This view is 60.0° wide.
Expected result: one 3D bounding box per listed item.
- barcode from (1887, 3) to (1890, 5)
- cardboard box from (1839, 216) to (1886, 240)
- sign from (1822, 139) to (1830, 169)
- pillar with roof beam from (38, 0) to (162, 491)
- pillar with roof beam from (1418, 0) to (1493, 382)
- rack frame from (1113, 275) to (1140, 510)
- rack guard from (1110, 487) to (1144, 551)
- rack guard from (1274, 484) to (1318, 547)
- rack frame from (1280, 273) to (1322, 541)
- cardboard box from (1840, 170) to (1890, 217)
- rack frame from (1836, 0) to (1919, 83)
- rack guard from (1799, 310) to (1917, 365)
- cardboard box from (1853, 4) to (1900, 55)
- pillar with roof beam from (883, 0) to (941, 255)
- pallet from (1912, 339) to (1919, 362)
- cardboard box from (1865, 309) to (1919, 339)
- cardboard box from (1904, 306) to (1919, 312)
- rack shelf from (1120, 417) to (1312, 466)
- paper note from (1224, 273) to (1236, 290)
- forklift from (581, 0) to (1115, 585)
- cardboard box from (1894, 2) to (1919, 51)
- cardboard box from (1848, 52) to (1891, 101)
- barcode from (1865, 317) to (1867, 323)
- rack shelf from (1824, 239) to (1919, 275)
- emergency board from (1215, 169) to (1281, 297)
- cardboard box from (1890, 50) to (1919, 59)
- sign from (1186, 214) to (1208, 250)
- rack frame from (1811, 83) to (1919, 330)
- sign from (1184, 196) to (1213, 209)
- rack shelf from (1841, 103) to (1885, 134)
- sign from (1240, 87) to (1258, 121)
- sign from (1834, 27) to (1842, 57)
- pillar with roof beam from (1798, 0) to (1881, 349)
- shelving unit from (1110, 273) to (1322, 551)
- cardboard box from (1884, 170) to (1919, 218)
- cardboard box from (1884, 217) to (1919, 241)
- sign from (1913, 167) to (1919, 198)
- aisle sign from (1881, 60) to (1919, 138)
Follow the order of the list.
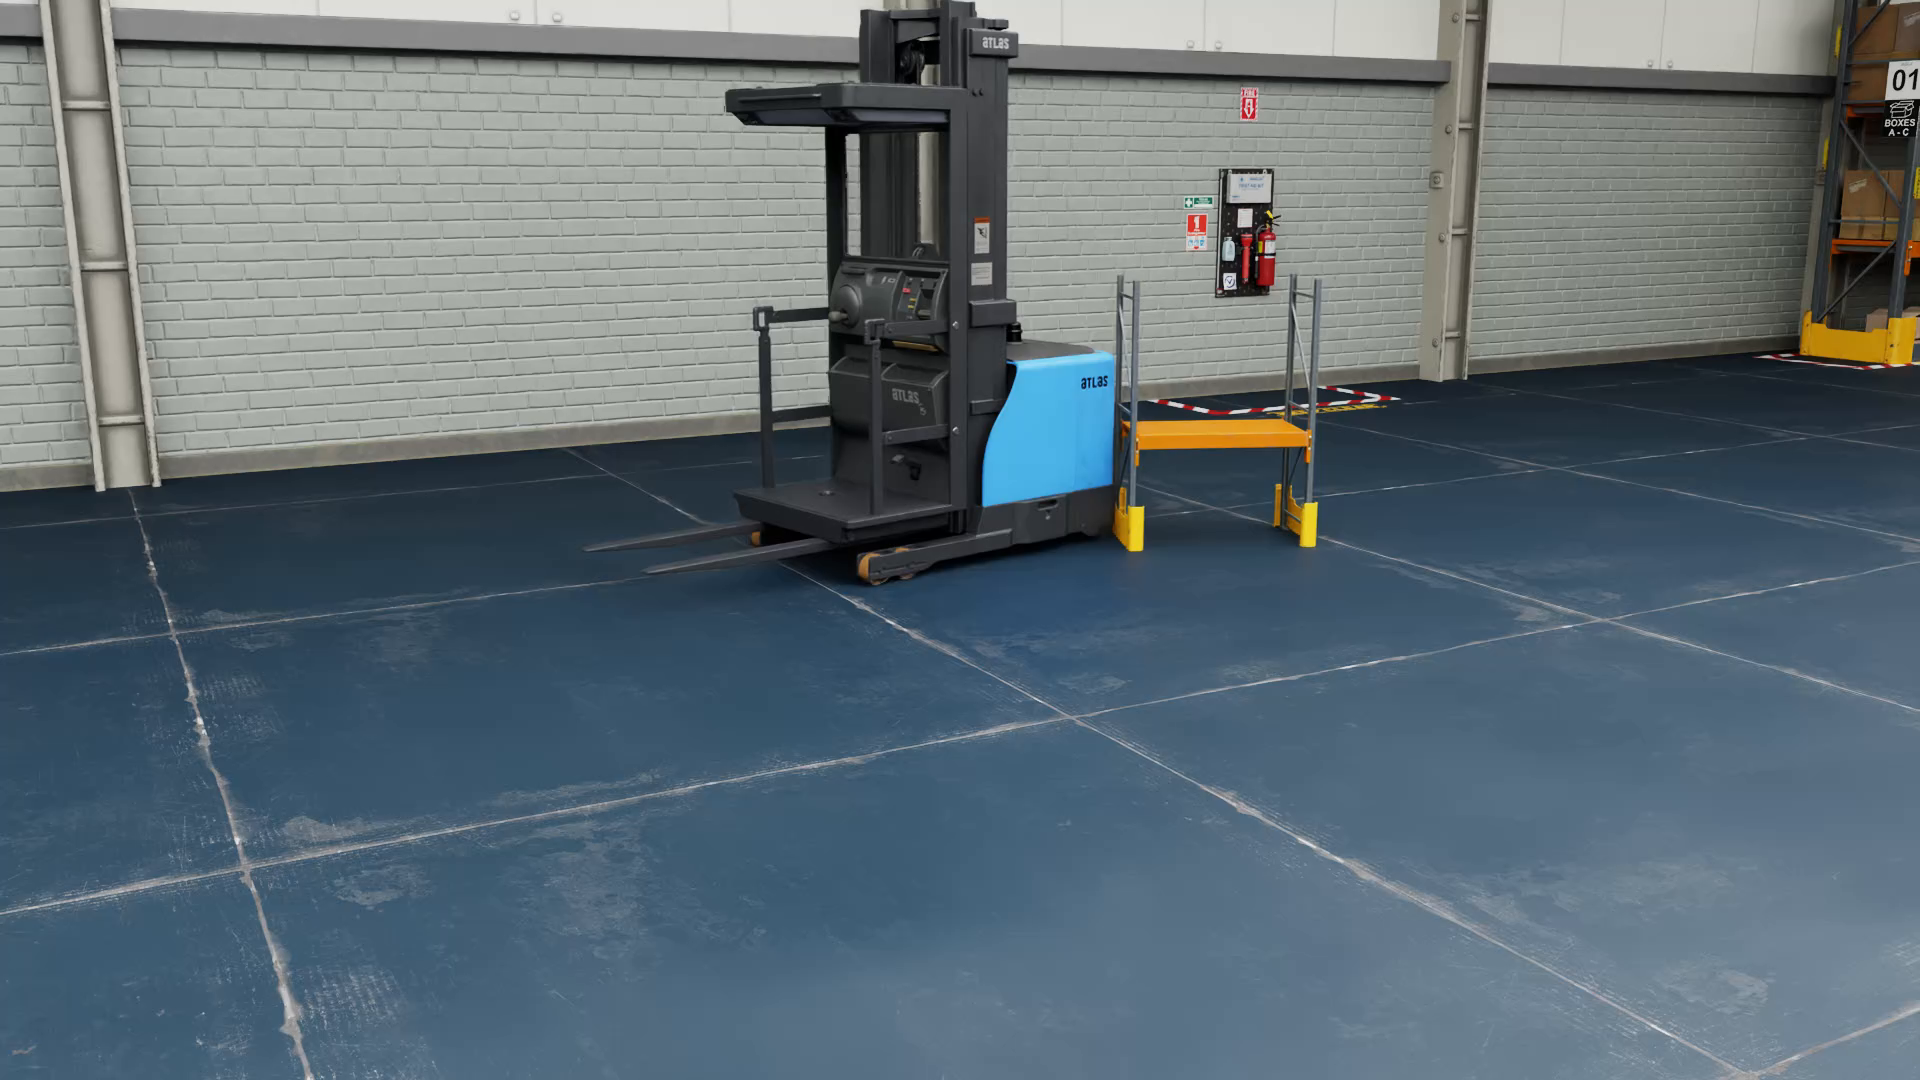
[{"bbox_3d":[10.344,-5.954,18.529,0.075,0.075,0.001,-7,14,-28],"label":"barcode"},{"bbox_3d":[10.278,-3.513,18.683,0.500,0.250,0.500,-7,14,-27],"label":"cardboard box"},{"bbox_3d":[9.712,-4.318,18.607,0.005,0.325,0.100,-7,14,-28],"label":"sign"},{"bbox_3d":[-3.576,-3.934,6.593,0.400,9.000,9.100,-7,14,-28],"label":"pillar with roof beam"},{"bbox_3d":[6.957,-5.196,12.203,0.400,9.000,9.100,-7,14,-28],"label":"pillar with roof beam"},{"bbox_3d":[0.942,-0.734,9.454,0.032,1.500,0.500,-1,13,-6],"label":"rack frame"},{"bbox_3d":[0.962,-0.125,9.593,0.087,0.250,0.587,-1,13,-6],"label":"rack guard"},{"bbox_3d":[1.953,-0.148,9.690,0.087,0.250,0.587,-1,13,-6],"label":"rack guard"},{"bbox_3d":[1.954,-0.757,9.553,0.032,1.500,0.500,-1,13,-6],"label":"rack frame"},{"bbox_3d":[10.272,-3.883,18.619,0.500,0.500,0.500,-7,14,-28],"label":"cardboard box"},{"bbox_3d":[9.960,-6.417,17.626,0.127,3.000,1.000,-7,14,-28],"label":"rack frame"},{"bbox_3d":[10.027,-2.278,18.594,0.348,0.500,1.175,-7,14,-28],"label":"rack guard"},{"bbox_3d":[10.214,-5.595,18.258,0.500,0.500,0.500,-6,14,-25],"label":"cardboard box"},{"bbox_3d":[1.690,-4.565,9.398,0.400,9.000,9.100,-7,14,-28],"label":"pillar with roof beam"},{"bbox_3d":[10.757,-2.216,18.976,1.213,0.211,1.003,-7,14,-28],"label":"pallet"},{"bbox_3d":[10.611,-2.448,18.778,0.500,0.311,0.500,-9,15,-34],"label":"cardboard box"},{"bbox_3d":[11.111,-2.508,19.044,0.500,0.311,0.500,-6,14,-23],"label":"cardboard box"},{"bbox_3d":[1.448,-0.570,9.543,1.000,0.185,0.538,-1,13,-6],"label":"rack shelf"},{"bbox_3d":[2.518,-2.411,15.498,0.142,0.148,0.016,-7,14,-28],"label":"paper note"},{"bbox_3d":[-0.548,-1.327,8.832,3.031,2.935,1.130,-11,16,-39],"label":"forklift"},{"bbox_3d":[10.415,-5.493,17.804,0.500,0.500,0.500,-8,15,-32],"label":"cardboard box"},{"bbox_3d":[10.205,-5.105,18.354,0.500,0.500,0.500,-6,14,-24],"label":"cardboard box"},{"bbox_3d":[10.435,-2.532,19.128,0.075,0.075,0.001,-7,14,-28],"label":"barcode"},{"bbox_3d":[11.716,-3.349,19.298,4.000,0.370,1.077,-7,14,-28],"label":"rack shelf"},{"bbox_3d":[2.707,-2.846,15.425,0.643,1.169,0.194,-7,14,-28],"label":"emergency board"},{"bbox_3d":[10.374,-4.999,17.884,0.500,0.500,0.500,-6,14,-26],"label":"cardboard box"},{"bbox_3d":[2.172,-2.826,15.251,0.234,0.329,0.001,-7,14,-28],"label":"sign"},{"bbox_3d":[9.960,-3.490,18.284,0.127,3.000,1.000,-7,14,-28],"label":"rack frame"},{"bbox_3d":[2.180,-3.083,15.187,0.331,0.109,0.001,-7,14,-28],"label":"sign"},{"bbox_3d":[11.716,-4.813,18.969,4.000,0.370,1.077,-7,14,-28],"label":"rack shelf"},{"bbox_3d":[2.652,-3.996,15.252,0.199,0.298,0.001,-7,14,-28],"label":"sign"},{"bbox_3d":[9.712,-5.494,18.343,0.005,0.325,0.100,-7,14,-28],"label":"sign"},{"bbox_3d":[12.223,-5.827,15.007,0.400,9.000,9.100,-7,14,-28],"label":"pillar with roof beam"},{"bbox_3d":[1.457,-0.746,9.504,1.083,1.500,0.587,-1,13,-6],"label":"shelving unit"},{"bbox_3d":[10.523,-3.785,18.182,0.500,0.500,0.500,-7,14,-28],"label":"cardboard box"},{"bbox_3d":[10.541,-3.417,18.255,0.500,0.250,0.500,-7,15,-29],"label":"cardboard box"},{"bbox_3d":[10.221,-3.808,17.725,0.005,0.325,0.100,-7,14,-28],"label":"sign"},{"bbox_3d":[10.041,-4.693,17.708,0.004,0.787,0.394,-7,14,-28],"label":"aisle sign"}]
